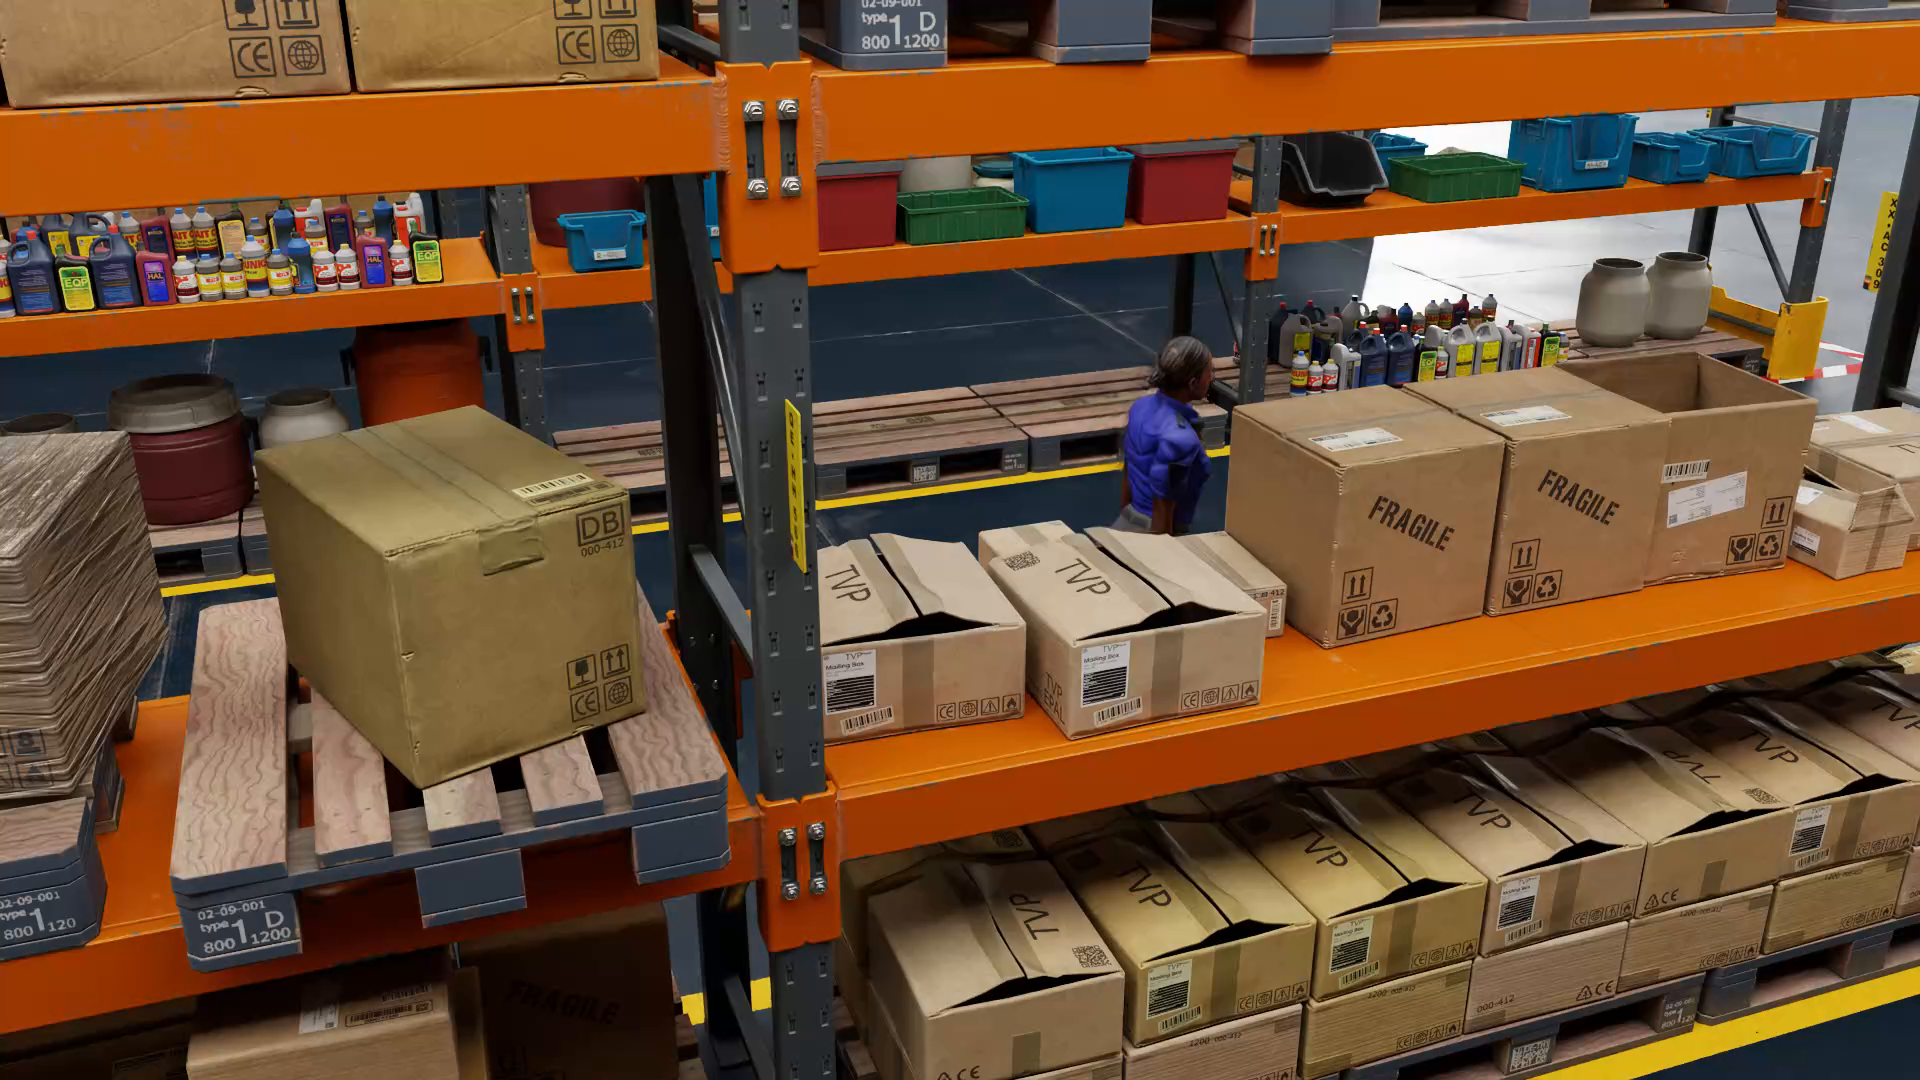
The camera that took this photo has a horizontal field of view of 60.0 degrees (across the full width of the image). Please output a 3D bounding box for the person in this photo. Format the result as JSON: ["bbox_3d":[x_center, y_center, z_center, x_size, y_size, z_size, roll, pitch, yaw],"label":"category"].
[{"bbox_3d":[0.621,0.046,6.016,0.987,1.606,0.449,-8,24,-17],"label":"person"}]
